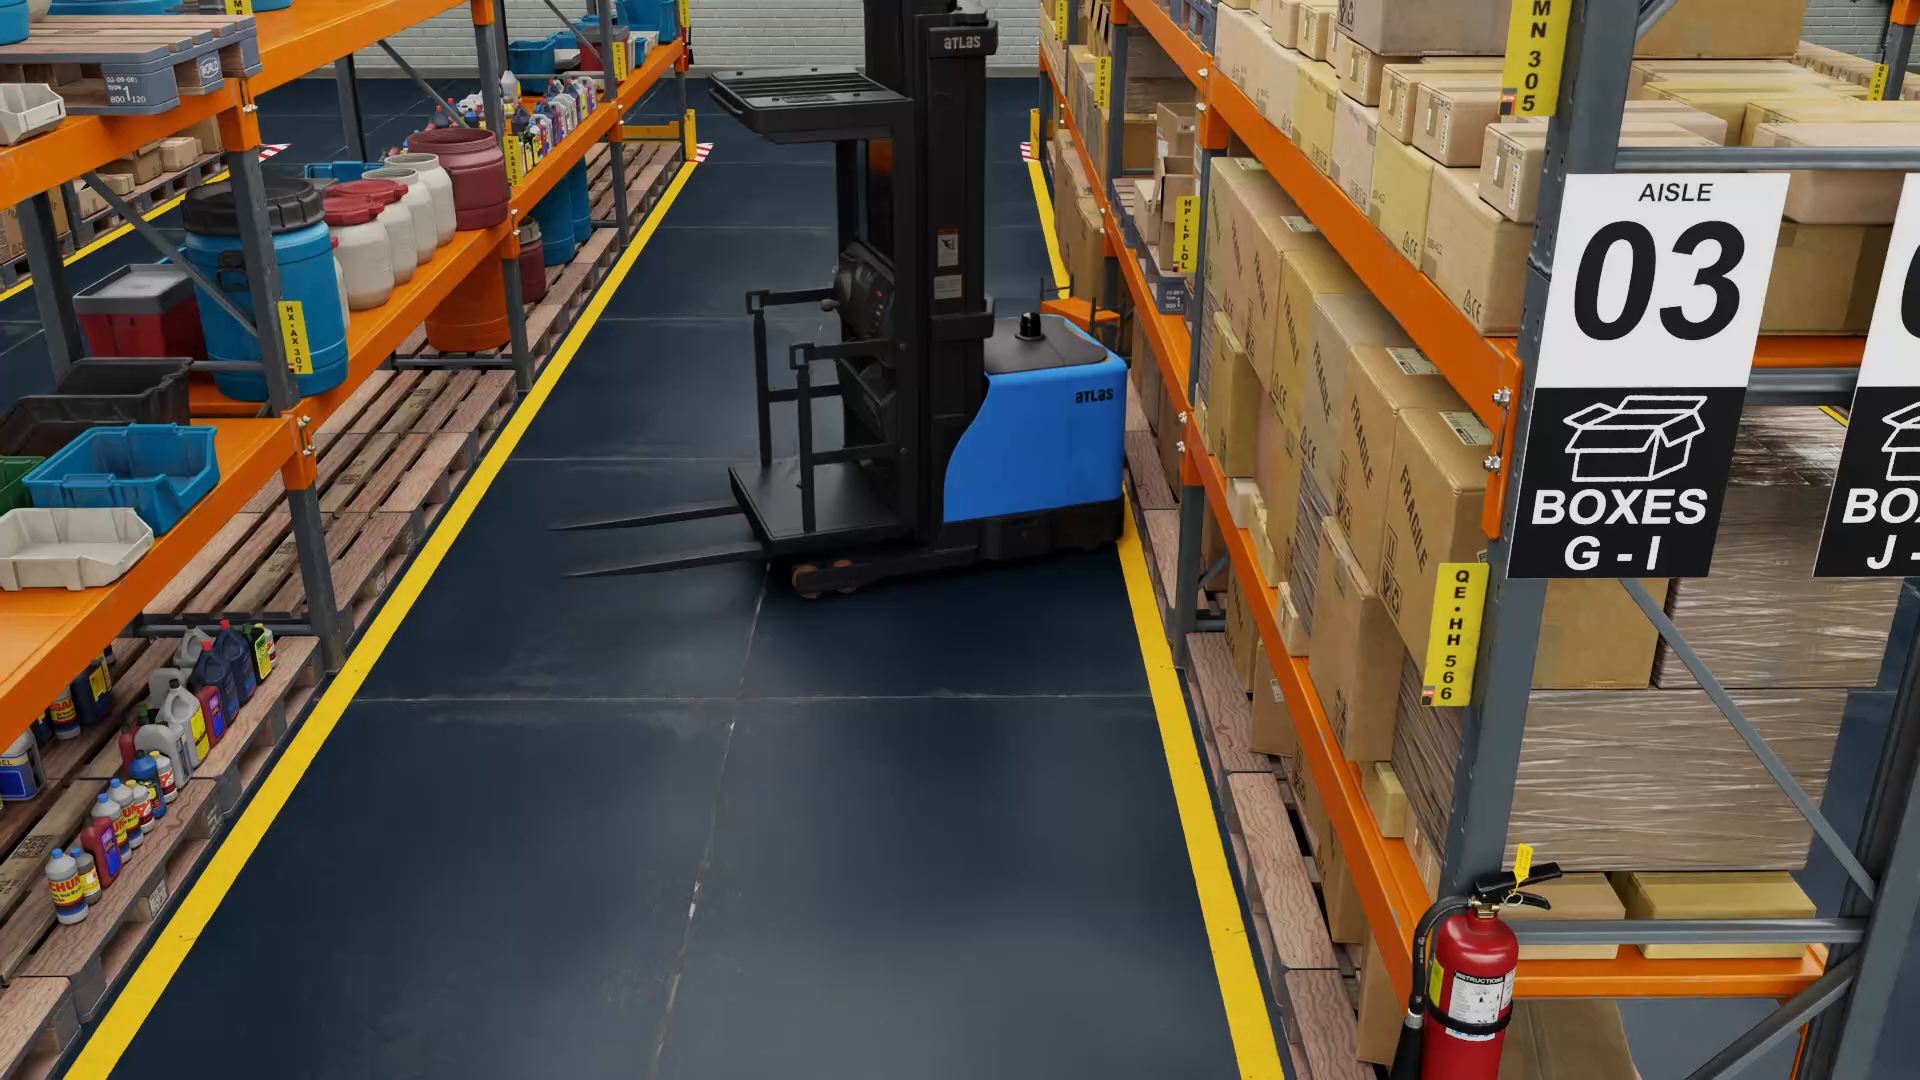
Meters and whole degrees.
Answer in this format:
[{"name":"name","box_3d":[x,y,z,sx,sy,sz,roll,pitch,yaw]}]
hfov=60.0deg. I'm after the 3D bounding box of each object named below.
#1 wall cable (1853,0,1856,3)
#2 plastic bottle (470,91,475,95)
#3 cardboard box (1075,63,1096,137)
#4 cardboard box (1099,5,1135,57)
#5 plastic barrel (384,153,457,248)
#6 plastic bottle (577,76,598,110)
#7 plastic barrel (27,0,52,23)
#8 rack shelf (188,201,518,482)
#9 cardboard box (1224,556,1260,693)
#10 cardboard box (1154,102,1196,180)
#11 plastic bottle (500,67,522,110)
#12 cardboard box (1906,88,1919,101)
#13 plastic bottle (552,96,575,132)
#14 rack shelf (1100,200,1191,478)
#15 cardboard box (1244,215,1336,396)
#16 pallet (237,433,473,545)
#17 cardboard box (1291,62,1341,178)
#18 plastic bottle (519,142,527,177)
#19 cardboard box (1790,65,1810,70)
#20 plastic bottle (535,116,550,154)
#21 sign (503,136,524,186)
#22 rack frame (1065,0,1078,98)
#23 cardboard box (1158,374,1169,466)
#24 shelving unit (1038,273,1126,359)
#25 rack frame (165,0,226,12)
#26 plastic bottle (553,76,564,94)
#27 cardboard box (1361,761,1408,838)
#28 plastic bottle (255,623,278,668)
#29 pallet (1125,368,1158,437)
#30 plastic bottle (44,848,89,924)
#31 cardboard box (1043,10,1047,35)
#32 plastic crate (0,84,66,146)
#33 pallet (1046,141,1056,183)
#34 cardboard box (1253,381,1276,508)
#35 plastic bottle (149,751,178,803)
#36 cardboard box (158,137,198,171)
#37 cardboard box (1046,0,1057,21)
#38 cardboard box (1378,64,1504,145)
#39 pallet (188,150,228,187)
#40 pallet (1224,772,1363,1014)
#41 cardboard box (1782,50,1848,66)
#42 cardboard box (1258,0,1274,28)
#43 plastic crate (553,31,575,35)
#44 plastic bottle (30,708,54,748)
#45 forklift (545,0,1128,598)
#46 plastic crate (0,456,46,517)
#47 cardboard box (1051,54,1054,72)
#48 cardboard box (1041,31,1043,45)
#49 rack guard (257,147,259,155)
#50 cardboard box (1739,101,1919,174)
[{"name":"wall cable","box_3d":[12.630,-8.562,23.308,0.588,1.984,0.122,0,24,-1]},{"name":"plastic bottle","box_3d":[-3.934,-3.477,13.440,0.061,0.283,0.133,0,24,-1]},{"name":"cardboard box","box_3d":[1.198,-3.513,13.257,0.500,0.500,0.500,-1,24,-2]},{"name":"cardboard box","box_3d":[1.465,-3.772,12.612,0.797,0.503,0.637,1,24,1]},{"name":"plastic barrel","box_3d":[-3.253,-2.029,9.961,0.421,0.512,0.421,0,24,0]},{"name":"plastic bottle","box_3d":[-3.194,-3.832,14.233,0.152,0.276,0.135,0,24,-1]},{"name":"plastic barrel","box_3d":[-3.626,-2.184,6.153,0.421,0.512,0.421,0,24,0]},{"name":"rack shelf","box_3d":[-3.456,-1.249,9.246,1.077,0.370,4.000,0,24,-1]},{"name":"cardboard box","box_3d":[1.483,0.337,7.388,0.500,0.500,0.500,-1,24,-2]},{"name":"cardboard box","box_3d":[1.521,-2.438,10.370,0.500,0.500,0.500,-3,25,-7]},{"name":"plastic bottle","box_3d":[-3.841,-3.864,14.213,0.144,0.351,0.185,0,24,-1]},{"name":"cardboard box","box_3d":[6.624,-2.945,11.195,0.380,0.149,0.250,0,24,0]},{"name":"plastic bottle","box_3d":[-3.183,-3.418,13.319,0.152,0.276,0.135,0,24,-1]},{"name":"rack shelf","box_3d":[1.497,-1.272,9.295,1.077,0.370,4.000,0,24,-1]},{"name":"cardboard box","box_3d":[1.281,-0.813,5.713,0.500,0.500,0.500,0,24,-1]},{"name":"pallet","box_3d":[-3.498,-0.310,9.679,1.003,0.211,1.213,0,24,-1]},{"name":"cardboard box","box_3d":[1.287,-1.247,4.909,0.500,0.250,0.500,-1,24,-1]},{"name":"plastic bottle","box_3d":[-3.164,-2.715,11.764,0.152,0.276,0.135,0,24,-1]},{"name":"cardboard box","box_3d":[5.965,-3.373,12.141,0.380,0.149,0.250,0,24,-1]},{"name":"plastic bottle","box_3d":[-3.146,-3.046,12.502,0.097,0.271,0.097,0,24,0]},{"name":"sign","box_3d":[-2.928,-2.481,10.898,0.100,0.325,0.005,0,24,-1]},{"name":"rack frame","box_3d":[1.431,-4.072,14.613,1.000,3.000,0.127,0,24,-1]},{"name":"cardboard box","box_3d":[1.534,-0.747,9.761,0.700,0.500,0.500,2,24,4]},{"name":"shelving unit","box_3d":[0.688,-0.920,9.815,0.258,1.200,0.503,-13,27,-31]},{"name":"rack frame","box_3d":[-3.434,-3.487,6.039,1.000,3.000,0.127,0,24,-1]},{"name":"plastic bottle","box_3d":[-3.328,-3.649,13.738,0.144,0.351,0.185,0,24,-1]},{"name":"cardboard box","box_3d":[1.296,0.665,4.444,0.380,0.149,0.250,0,24,-1]},{"name":"plastic bottle","box_3d":[-3.118,0.470,7.434,0.097,0.201,0.097,0,24,0]},{"name":"pallet","box_3d":[1.482,-0.831,10.831,1.003,0.211,1.213,0,24,-1]},{"name":"plastic bottle","box_3d":[-3.099,1.189,5.757,0.097,0.271,0.097,0,24,0]},{"name":"cardboard box","box_3d":[1.135,-5.374,17.313,0.500,0.250,0.500,-1,24,-1]},{"name":"plastic crate","box_3d":[-3.012,-1.340,5.253,0.243,0.136,0.396,0,24,-1]},{"name":"pallet","box_3d":[1.475,-4.120,18.104,1.003,0.211,1.213,0,24,-1]},{"name":"cardboard box","box_3d":[1.538,-0.359,5.921,0.875,0.500,0.500,0,24,-1]},{"name":"plastic bottle","box_3d":[-3.107,0.913,6.453,0.097,0.201,0.097,0,24,0]},{"name":"cardboard box","box_3d":[-8.285,-4.010,17.280,0.500,0.250,0.500,0,24,-1]},{"name":"cardboard box","box_3d":[1.140,-5.510,16.705,0.500,0.500,0.500,-1,24,-2]},{"name":"cardboard box","box_3d":[1.223,-1.043,3.975,0.380,0.149,0.250,0,24,0]},{"name":"pallet","box_3d":[-8.508,-4.047,17.941,1.003,0.211,1.213,0,24,-1]},{"name":"pallet","box_3d":[1.578,1.276,6.173,1.003,0.211,1.213,0,24,-1]},{"name":"cardboard box","box_3d":[6.605,-3.699,12.862,0.380,0.149,0.250,-1,24,-3]},{"name":"cardboard box","box_3d":[1.267,-1.898,5.866,0.380,0.149,0.250,0,24,0]},{"name":"plastic crate","box_3d":[-3.877,-5.003,16.802,0.416,0.233,0.300,0,24,-1]},{"name":"plastic bottle","box_3d":[-3.838,0.666,6.819,0.144,0.351,0.185,-1,24,-3]},{"name":"forklift","box_3d":[-0.676,-1.281,8.526,3.031,2.935,1.130,-8,26,-17]},{"name":"plastic crate","box_3d":[-3.701,-0.096,6.079,0.450,0.188,0.662,0,24,-1]},{"name":"cardboard box","box_3d":[1.086,-4.611,16.110,0.380,0.149,0.250,-1,24,-1]},{"name":"cardboard box","box_3d":[1.066,-5.352,17.749,0.380,0.149,0.250,-1,24,-1]},{"name":"rack guard","box_3d":[-8.517,-4.507,18.608,1.175,0.500,0.348,0,24,-1]},{"name":"cardboard box","box_3d":[1.884,-0.829,3.501,0.380,0.149,0.250,0,24,1]}]
